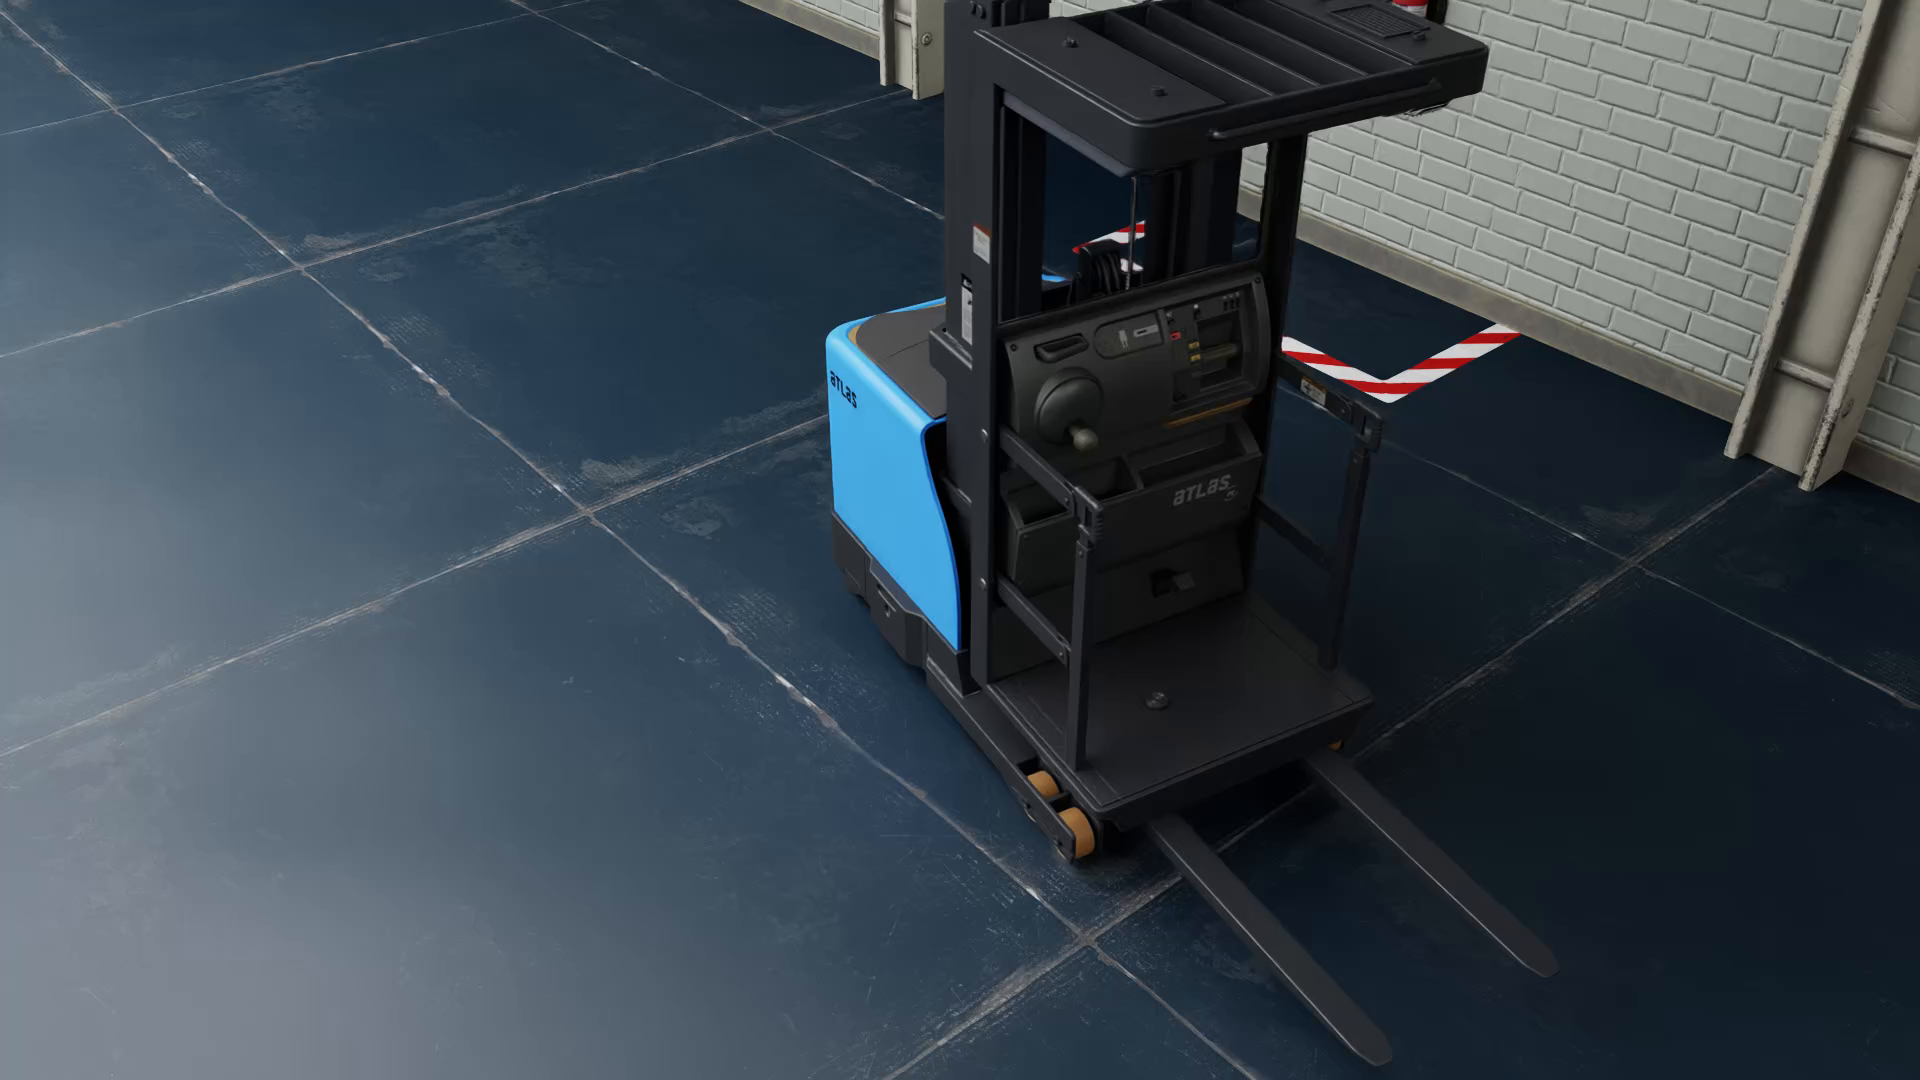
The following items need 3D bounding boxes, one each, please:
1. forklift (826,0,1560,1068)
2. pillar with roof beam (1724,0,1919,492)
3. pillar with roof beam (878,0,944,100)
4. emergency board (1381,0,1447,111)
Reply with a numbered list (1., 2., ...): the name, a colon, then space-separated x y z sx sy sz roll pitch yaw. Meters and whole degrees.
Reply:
1. forklift: 0.657 -0.478 4.889 1.130 2.935 3.031 -18 39 -23
2. pillar with roof beam: 0.298 -2.413 2.372 9.100 9.000 0.400 -26 43 -32
3. pillar with roof beam: -3.574 -5.062 6.112 9.100 9.000 0.400 -26 43 -32
4. emergency board: 2.021 -2.676 7.933 0.194 1.169 0.643 -26 43 -32
